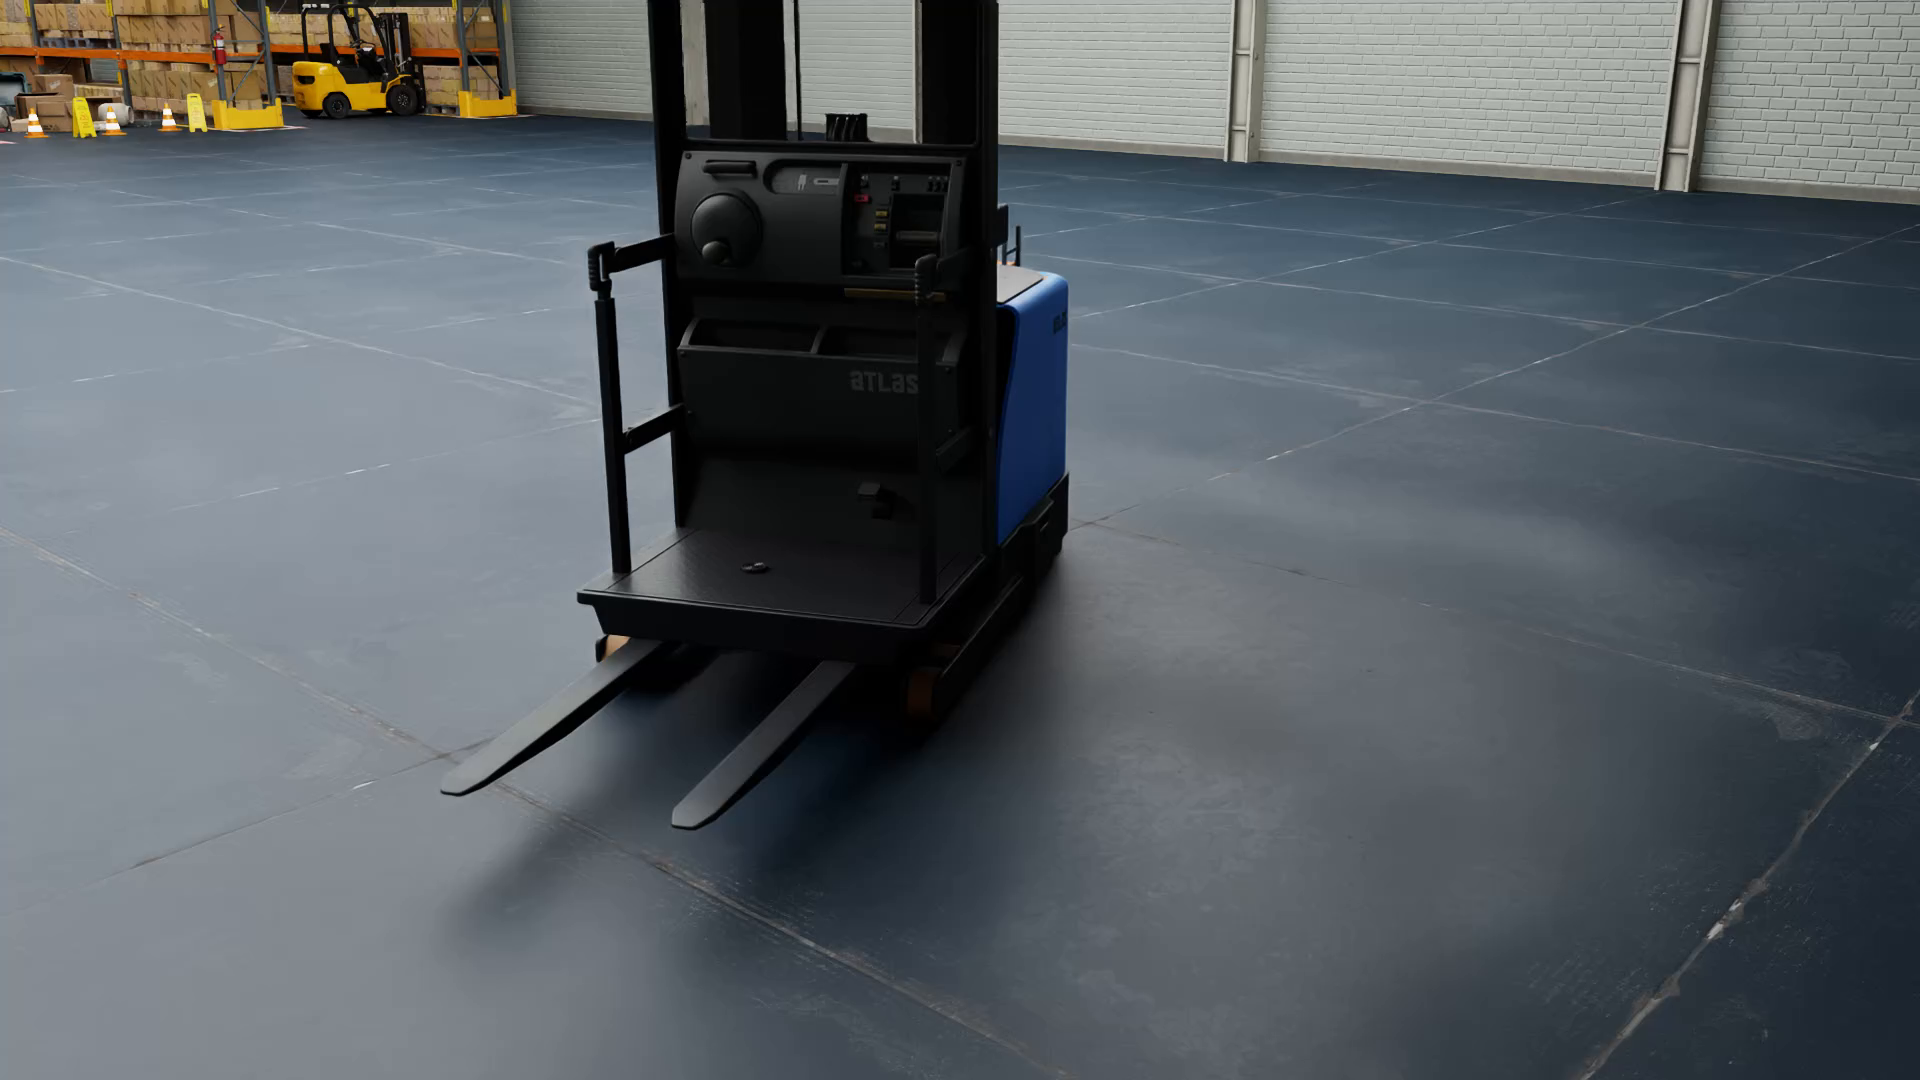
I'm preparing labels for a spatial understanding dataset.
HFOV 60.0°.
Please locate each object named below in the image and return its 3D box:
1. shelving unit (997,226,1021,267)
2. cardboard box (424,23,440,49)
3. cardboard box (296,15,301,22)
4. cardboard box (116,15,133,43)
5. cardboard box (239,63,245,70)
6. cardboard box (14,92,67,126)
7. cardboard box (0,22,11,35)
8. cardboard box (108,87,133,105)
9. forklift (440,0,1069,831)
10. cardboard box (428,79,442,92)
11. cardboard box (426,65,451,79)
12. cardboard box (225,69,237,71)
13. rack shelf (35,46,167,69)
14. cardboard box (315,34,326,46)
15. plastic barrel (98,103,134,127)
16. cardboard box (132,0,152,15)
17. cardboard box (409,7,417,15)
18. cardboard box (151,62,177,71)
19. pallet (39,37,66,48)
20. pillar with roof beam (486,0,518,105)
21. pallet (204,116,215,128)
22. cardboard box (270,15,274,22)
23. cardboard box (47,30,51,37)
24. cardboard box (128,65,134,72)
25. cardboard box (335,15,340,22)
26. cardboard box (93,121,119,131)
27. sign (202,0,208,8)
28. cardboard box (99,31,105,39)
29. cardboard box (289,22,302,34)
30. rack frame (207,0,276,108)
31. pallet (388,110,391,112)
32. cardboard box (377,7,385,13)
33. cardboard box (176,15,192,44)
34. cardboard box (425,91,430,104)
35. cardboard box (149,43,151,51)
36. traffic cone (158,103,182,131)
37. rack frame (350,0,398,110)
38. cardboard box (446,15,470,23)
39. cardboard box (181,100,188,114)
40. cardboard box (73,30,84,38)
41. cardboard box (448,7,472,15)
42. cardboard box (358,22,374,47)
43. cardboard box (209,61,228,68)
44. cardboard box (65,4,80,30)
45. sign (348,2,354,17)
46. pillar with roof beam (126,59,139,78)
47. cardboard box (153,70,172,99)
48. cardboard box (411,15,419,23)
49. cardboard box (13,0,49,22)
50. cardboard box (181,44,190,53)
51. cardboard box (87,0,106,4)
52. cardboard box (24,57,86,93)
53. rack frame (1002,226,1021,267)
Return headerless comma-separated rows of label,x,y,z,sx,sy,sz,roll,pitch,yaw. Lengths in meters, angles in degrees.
shelving unit,-0.035,-0.650,6.677,0.503,1.200,0.258,5,18,15
cardboard box,-10.496,-10.235,33.739,0.500,0.500,0.500,16,24,41
cardboard box,-14.540,-11.618,37.023,0.250,0.149,0.380,16,23,40
cardboard box,-15.712,-9.759,31.748,0.500,0.500,0.500,15,23,39
cardboard box,-16.840,-11.232,39.410,0.250,0.149,0.380,15,23,38
cardboard box,-16.563,-7.759,30.004,0.503,0.637,0.797,15,23,39
cardboard box,-20.161,-10.931,35.519,0.500,0.250,0.500,14,23,38
cardboard box,-16.250,-8.774,32.949,0.625,0.372,0.950,15,23,40
forklift,-0.492,-0.993,4.895,1.130,2.935,3.031,5,18,16
cardboard box,-10.512,-9.300,33.982,0.500,0.250,0.500,15,23,39
cardboard box,-10.509,-9.531,33.884,0.500,0.250,0.500,16,23,40
cardboard box,-17.176,-11.001,39.754,0.500,0.500,0.500,14,22,37
rack shelf,-17.352,-9.780,33.659,4.000,0.370,1.077,15,23,39
cardboard box,-13.845,-11.022,36.631,0.500,0.250,0.500,15,23,40
plastic barrel,-15.414,-7.763,30.371,0.512,0.421,0.421,-3,18,-8
cardboard box,-14.946,-10.036,30.965,0.500,0.500,0.700,14,23,38
cardboard box,-11.001,-10.799,33.949,0.250,0.149,0.380,16,23,40
cardboard box,-14.951,-8.903,31.246,0.250,0.149,0.380,17,24,42
pallet,-18.244,-10.314,34.470,1.003,0.211,1.213,15,23,39
pillar with roof beam,-12.352,-12.271,30.402,0.400,9.000,9.100,15,23,39
pallet,-13.505,-7.776,30.763,1.213,0.211,1.003,15,23,39
cardboard box,-15.513,-11.875,37.832,0.250,0.149,0.380,16,24,41
cardboard box,-18.539,-10.433,34.249,0.250,0.149,0.380,13,22,36
cardboard box,-21.145,-12.121,43.278,0.637,0.503,0.797,14,22,37
cardboard box,-13.320,-11.329,36.113,0.250,0.149,0.380,15,23,39
cardboard box,-15.185,-7.365,29.574,0.380,0.149,0.250,-6,18,-18
sign,-13.247,-9.499,29.148,0.005,0.325,0.100,15,23,39
cardboard box,-16.610,-9.900,32.568,0.250,0.149,0.380,14,22,38
cardboard box,-14.633,-11.461,37.187,0.500,0.250,0.500,14,23,38
rack frame,-12.864,-8.918,29.754,0.127,3.000,1.000,15,23,39
pallet,-11.997,-9.347,35.715,1.213,0.211,1.003,15,23,39
cardboard box,-11.946,-11.057,34.762,0.250,0.149,0.380,16,23,40
cardboard box,-13.824,-9.256,30.161,0.500,0.500,0.500,15,23,39
cardboard box,-10.867,-9.159,34.364,0.500,0.250,0.500,15,23,40
cardboard box,-15.009,-9.277,31.298,0.250,0.149,0.380,15,23,39
traffic cone,-14.042,-7.504,29.490,0.334,0.463,0.336,15,23,39
rack frame,-12.564,-10.845,35.826,0.127,3.000,1.000,15,23,39
cardboard box,-10.017,-10.405,33.202,0.250,0.149,0.380,15,23,40
cardboard box,-14.029,-8.015,30.760,0.500,0.250,0.500,15,23,39
cardboard box,-17.551,-10.162,33.395,0.250,0.149,0.380,16,24,41
cardboard box,-9.980,-10.565,33.213,0.250,0.149,0.380,15,23,39
cardboard box,-12.405,-10.745,35.344,0.500,0.500,0.500,14,22,38
cardboard box,-17.998,-11.550,40.413,0.250,0.149,0.380,14,22,36
cardboard box,-17.500,-10.461,33.265,0.500,0.500,0.500,14,22,37
sign,-12.917,-11.235,35.270,0.005,0.325,0.100,15,23,39
pillar with roof beam,-25.815,-15.885,41.790,0.400,9.000,9.100,15,23,39
cardboard box,-14.799,-8.580,31.299,0.500,0.500,0.500,17,24,42
cardboard box,-10.993,-10.657,33.996,0.250,0.149,0.380,15,23,40
cardboard box,-19.408,-11.093,34.790,0.500,0.500,0.500,14,23,38
cardboard box,-13.939,-8.952,30.276,0.250,0.149,0.380,16,23,40
cardboard box,-16.875,-10.597,32.621,0.250,0.149,0.380,14,22,38
cardboard box,-19.309,-9.870,35.570,0.875,0.875,0.875,15,23,39
rack frame,0.199,-0.630,6.612,0.015,1.200,0.240,5,18,15
